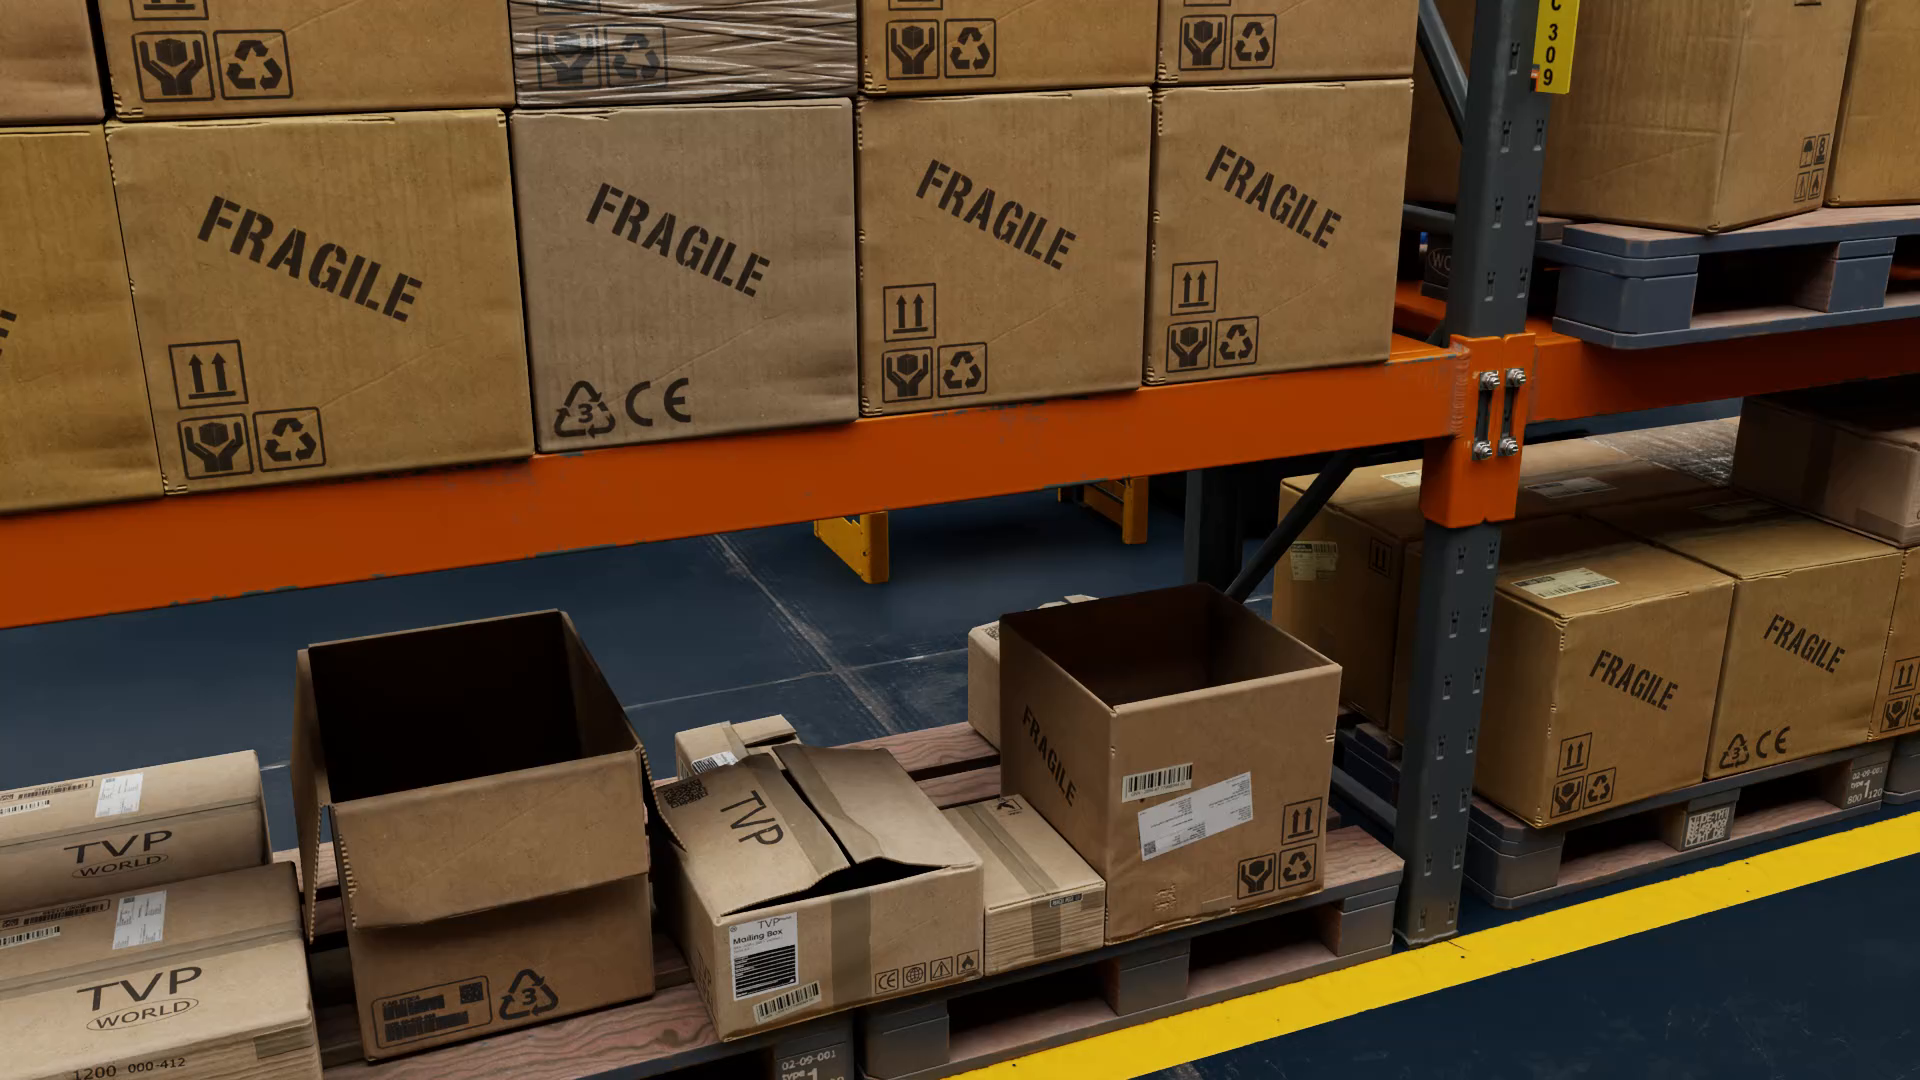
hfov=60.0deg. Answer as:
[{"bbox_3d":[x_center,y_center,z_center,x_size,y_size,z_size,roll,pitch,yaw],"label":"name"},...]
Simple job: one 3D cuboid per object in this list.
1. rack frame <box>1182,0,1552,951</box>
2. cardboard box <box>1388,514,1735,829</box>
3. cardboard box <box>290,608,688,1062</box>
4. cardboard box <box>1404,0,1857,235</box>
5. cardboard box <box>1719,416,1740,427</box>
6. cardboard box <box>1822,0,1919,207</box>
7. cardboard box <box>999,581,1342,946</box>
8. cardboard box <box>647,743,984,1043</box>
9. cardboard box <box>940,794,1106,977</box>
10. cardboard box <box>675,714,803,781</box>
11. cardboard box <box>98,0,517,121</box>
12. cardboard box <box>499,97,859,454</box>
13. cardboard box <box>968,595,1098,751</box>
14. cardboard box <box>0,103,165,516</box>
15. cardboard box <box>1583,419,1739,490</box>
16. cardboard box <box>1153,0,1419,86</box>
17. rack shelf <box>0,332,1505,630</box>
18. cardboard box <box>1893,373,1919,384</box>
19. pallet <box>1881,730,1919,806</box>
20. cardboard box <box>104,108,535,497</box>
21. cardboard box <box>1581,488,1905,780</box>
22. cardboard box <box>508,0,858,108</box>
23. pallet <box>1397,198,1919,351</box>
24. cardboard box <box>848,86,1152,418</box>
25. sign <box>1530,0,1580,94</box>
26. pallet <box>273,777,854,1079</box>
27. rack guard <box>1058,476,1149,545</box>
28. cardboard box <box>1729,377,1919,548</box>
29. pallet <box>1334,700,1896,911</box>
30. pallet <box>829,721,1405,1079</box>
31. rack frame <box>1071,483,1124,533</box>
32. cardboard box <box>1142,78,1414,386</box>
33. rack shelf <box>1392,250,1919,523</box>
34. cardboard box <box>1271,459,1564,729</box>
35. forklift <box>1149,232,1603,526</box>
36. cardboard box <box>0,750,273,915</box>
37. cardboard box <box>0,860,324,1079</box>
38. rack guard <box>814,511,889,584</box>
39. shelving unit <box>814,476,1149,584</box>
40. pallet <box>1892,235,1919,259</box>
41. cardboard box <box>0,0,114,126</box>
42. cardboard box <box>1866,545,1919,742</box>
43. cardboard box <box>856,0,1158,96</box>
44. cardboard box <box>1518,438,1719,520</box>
[{"bbox_3d":[0.817,-0.702,3.498,0.127,3.000,1.000,-8,21,-22],"label":"rack frame"},{"bbox_3d":[1.358,0.281,3.810,0.500,0.500,0.500,-9,21,-24],"label":"cardboard box"},{"bbox_3d":[-0.906,0.517,3.133,0.637,0.503,0.797,-8,21,-22],"label":"cardboard box"},{"bbox_3d":[1.341,-0.941,3.395,0.500,0.500,0.700,-17,26,-40],"label":"cardboard box"},{"bbox_3d":[2.541,-0.078,4.829,0.500,0.500,0.500,-9,21,-24],"label":"cardboard box"},{"bbox_3d":[1.947,-1.051,3.707,0.500,0.500,0.700,-5,20,-13],"label":"cardboard box"},{"bbox_3d":[0.406,0.431,3.381,0.500,0.500,0.500,-8,21,-22],"label":"cardboard box"},{"bbox_3d":[-0.282,0.619,3.133,0.500,0.311,0.500,-8,21,-22],"label":"cardboard box"},{"bbox_3d":[0.086,0.665,3.248,0.250,0.149,0.380,-8,21,-22],"label":"cardboard box"},{"bbox_3d":[-0.444,0.533,3.594,0.250,0.166,0.380,-8,21,-22],"label":"cardboard box"},{"bbox_3d":[-0.939,-0.875,2.333,0.500,0.500,0.500,-8,21,-22],"label":"cardboard box"},{"bbox_3d":[-0.484,-0.468,2.685,0.500,0.500,0.500,-8,21,-21],"label":"cardboard box"},{"bbox_3d":[0.346,0.348,3.902,0.500,0.311,0.500,-8,21,-22],"label":"cardboard box"},{"bbox_3d":[-1.410,-0.335,2.307,0.500,0.500,0.500,-8,21,-22],"label":"cardboard box"},{"bbox_3d":[2.075,-0.011,4.637,0.500,0.500,0.500,-8,21,-21],"label":"cardboard box"},{"bbox_3d":[0.455,-1.075,2.902,0.500,0.500,0.500,-8,21,-22],"label":"cardboard box"},{"bbox_3d":[-1.019,-0.099,2.870,4.000,0.370,1.077,-8,21,-22],"label":"rack shelf"},{"bbox_3d":[2.736,-0.271,4.247,0.500,0.250,0.500,-9,21,-23],"label":"cardboard box"},{"bbox_3d":[2.671,0.333,4.757,1.213,0.211,1.003,-8,21,-22],"label":"pallet"},{"bbox_3d":[-0.951,-0.400,2.492,0.500,0.500,0.500,-8,21,-21],"label":"cardboard box"},{"bbox_3d":[1.843,0.207,4.019,0.500,0.500,0.500,-8,21,-21],"label":"cardboard box"},{"bbox_3d":[-0.477,-0.940,2.520,0.500,0.500,0.500,-8,21,-21],"label":"cardboard box"},{"bbox_3d":[1.594,-0.683,3.734,1.213,0.211,1.003,-8,21,-22],"label":"pallet"},{"bbox_3d":[-0.013,-0.536,2.879,0.500,0.500,0.500,-8,21,-20],"label":"cardboard box"},{"bbox_3d":[1.039,-0.945,2.887,0.005,0.325,0.100,-8,21,-22],"label":"sign"},{"bbox_3d":[-0.936,0.866,3.246,1.213,0.211,1.003,-8,21,-22],"label":"pallet"},{"bbox_3d":[0.527,-0.193,6.195,0.087,0.250,0.587,-8,21,-22],"label":"rack guard"},{"bbox_3d":[2.276,-0.205,4.059,0.500,0.250,0.500,-8,21,-22],"label":"cardboard box"},{"bbox_3d":[1.549,0.495,4.298,1.213,0.211,1.003,-8,21,-22],"label":"pallet"},{"bbox_3d":[0.186,0.704,3.705,1.213,0.211,1.003,-8,21,-22],"label":"pallet"},{"bbox_3d":[0.545,-0.786,5.995,0.032,1.500,0.500,-8,21,-22],"label":"rack frame"},{"bbox_3d":[0.460,-0.605,3.072,0.500,0.500,0.500,-8,21,-21],"label":"cardboard box"},{"bbox_3d":[2.653,-0.625,4.365,4.000,0.370,1.077,-8,21,-22],"label":"rack shelf"},{"bbox_3d":[1.157,0.118,4.273,0.500,0.500,0.500,-8,21,-22],"label":"cardboard box"},{"bbox_3d":[2.058,-1.764,6.619,3.031,2.935,1.130,-11,22,-27],"label":"forklift"},{"bbox_3d":[-1.570,0.652,3.133,0.500,0.250,0.500,-8,21,-22],"label":"cardboard box"},{"bbox_3d":[-1.326,0.798,2.718,0.500,0.250,0.500,-8,21,-22],"label":"cardboard box"},{"bbox_3d":[-0.387,-0.062,5.823,0.087,0.250,0.587,-8,21,-22],"label":"rack guard"},{"bbox_3d":[0.070,-0.717,5.801,1.083,1.500,0.587,-8,21,-22],"label":"shelving unit"},{"bbox_3d":[2.706,-0.880,4.294,1.213,0.211,1.003,-8,21,-22],"label":"pallet"},{"bbox_3d":[-1.406,-0.807,2.143,0.500,0.500,0.500,-8,21,-21],"label":"cardboard box"},{"bbox_3d":[2.305,0.144,4.199,0.500,0.500,0.500,-8,21,-21],"label":"cardboard box"},{"bbox_3d":[-0.014,-1.007,2.708,0.500,0.500,0.500,-9,21,-23],"label":"cardboard box"},{"bbox_3d":[1.614,0.055,4.450,0.500,0.500,0.500,-8,21,-22],"label":"cardboard box"}]
